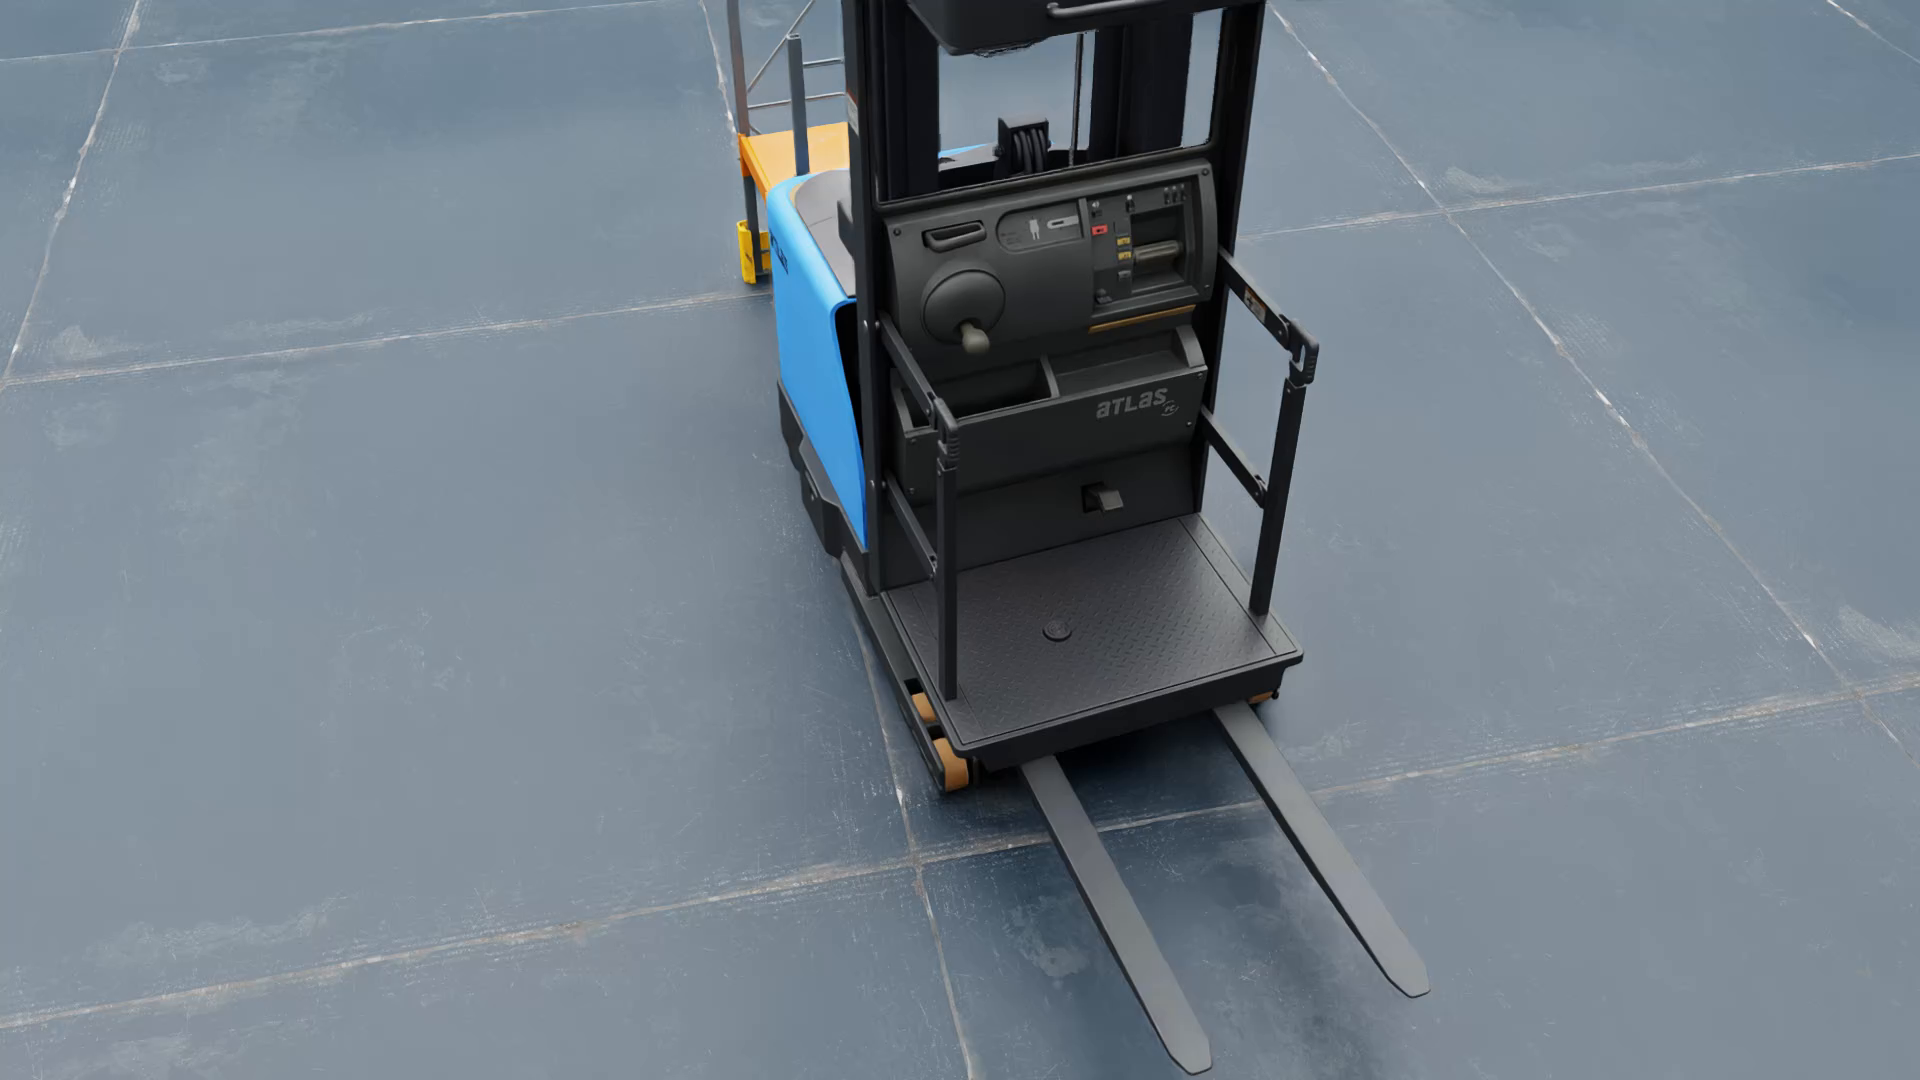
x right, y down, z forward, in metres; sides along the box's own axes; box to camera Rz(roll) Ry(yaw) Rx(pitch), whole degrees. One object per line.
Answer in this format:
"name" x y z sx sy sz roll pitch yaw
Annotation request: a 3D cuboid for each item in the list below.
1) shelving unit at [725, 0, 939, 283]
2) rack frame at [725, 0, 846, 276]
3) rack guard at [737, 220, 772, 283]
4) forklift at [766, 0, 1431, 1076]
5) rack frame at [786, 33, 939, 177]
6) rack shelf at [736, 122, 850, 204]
"shelving unit" -0.473 -1.406 6.205 0.587 1.500 1.083 -13 43 -14
"rack frame" -0.638 -1.732 6.572 0.500 1.500 0.032 -13 43 -14
"rack guard" -0.631 -1.252 6.973 0.587 0.250 0.087 -13 43 -14
"forklift" 0.336 -0.669 4.296 1.130 2.935 3.031 -14 43 -15
"rack frame" -0.314 -1.092 5.851 0.500 1.500 0.032 -13 43 -14
"rack shelf" -0.476 -1.278 6.330 0.538 0.185 1.000 -13 43 -14
